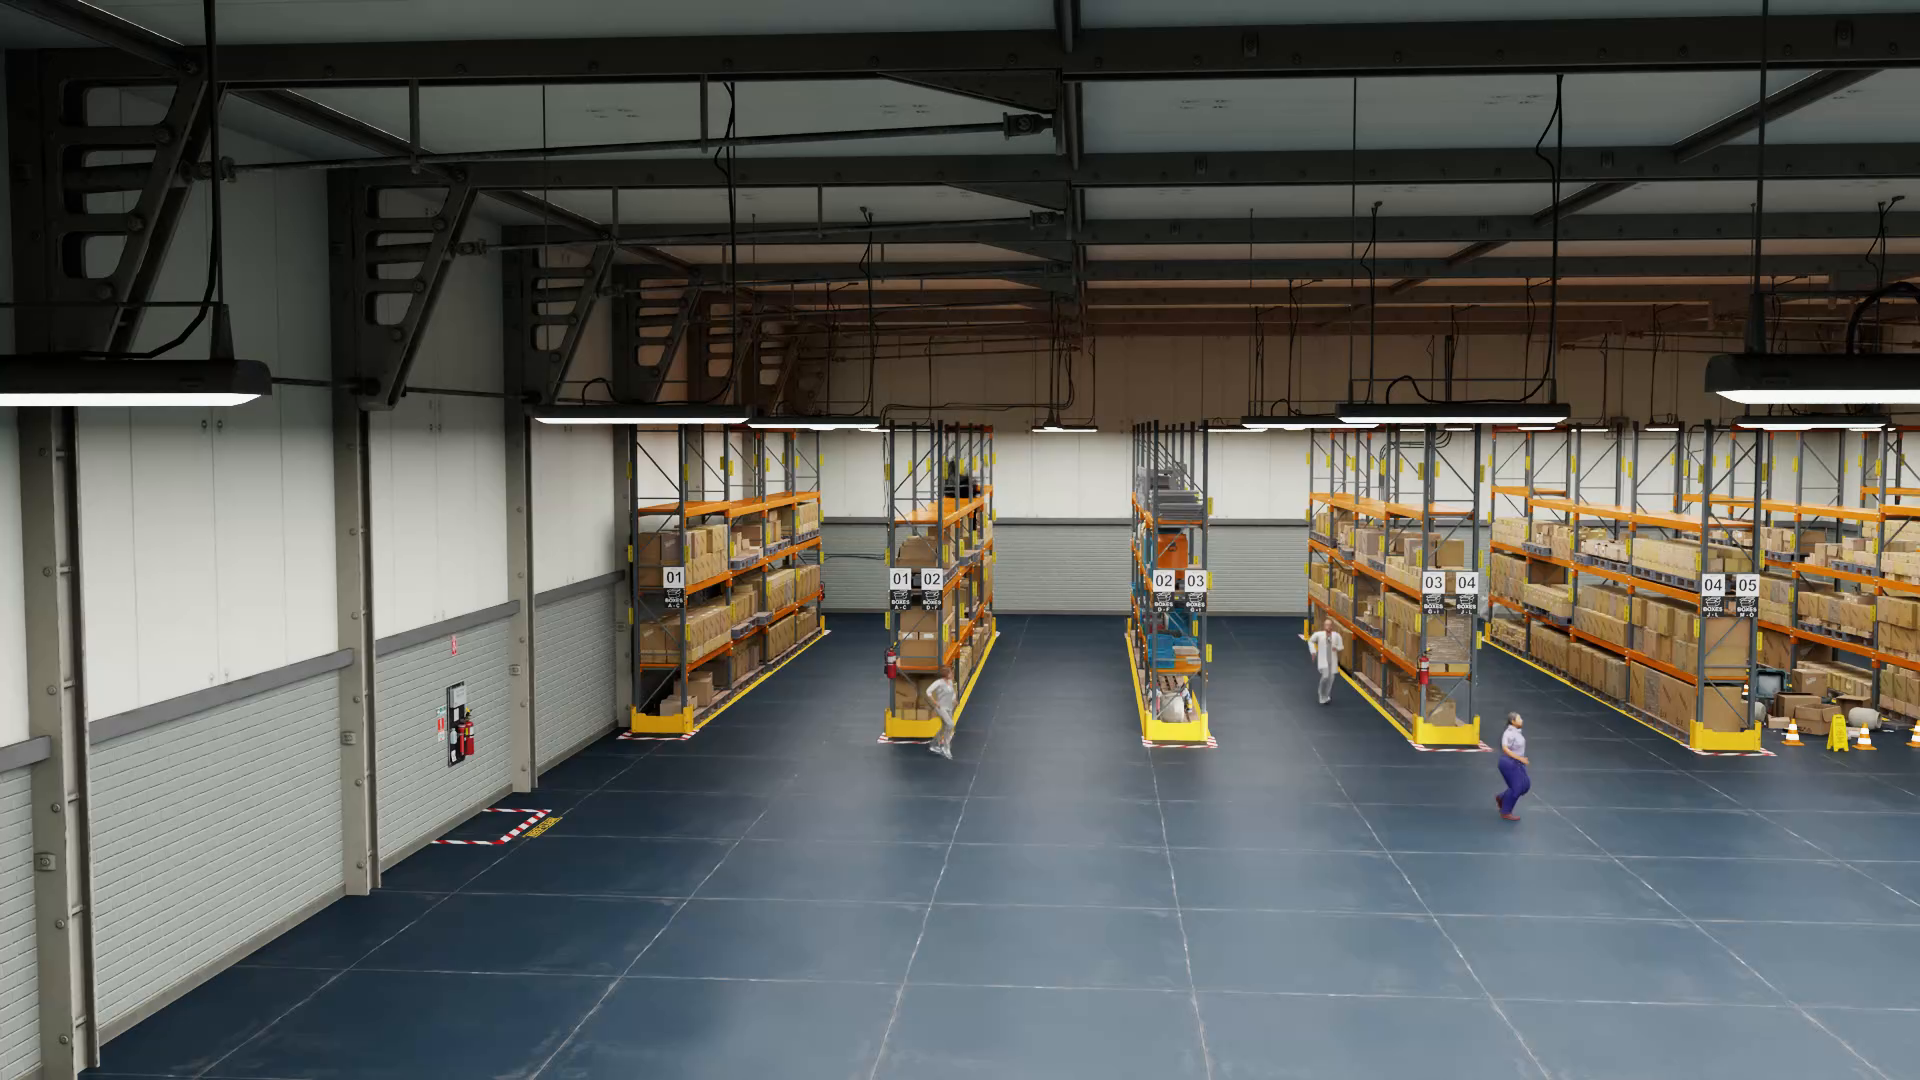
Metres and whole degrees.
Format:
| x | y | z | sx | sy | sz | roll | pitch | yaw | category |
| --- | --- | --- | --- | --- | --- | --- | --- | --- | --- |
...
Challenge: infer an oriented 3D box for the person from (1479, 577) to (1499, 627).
| x | y | z | sx | sy | sz | roll | pitch | yaw | category |
| --- | --- | --- | --- | --- | --- | --- | --- | --- | --- |
| 15.173 | 1.852 | 47.560 | 0.583 | 1.695 | 0.774 | 0 | 4 | 4 | person |

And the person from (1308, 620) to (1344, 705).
| x | y | z | sx | sy | sz | roll | pitch | yaw | category |
| --- | --- | --- | --- | --- | --- | --- | --- | --- | --- |
| 7.808 | 2.609 | 35.358 | 0.673 | 1.789 | 0.773 | 0 | 4 | -4 | person |

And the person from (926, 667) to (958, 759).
| x | y | z | sx | sy | sz | roll | pitch | yaw | category |
| --- | --- | --- | --- | --- | --- | --- | --- | --- | --- |
| -0.291 | 3.064 | 29.642 | 0.646 | 1.595 | 0.543 | 3 | 5 | 39 | person |

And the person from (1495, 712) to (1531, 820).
| x | y | z | sx | sy | sz | roll | pitch | yaw | category |
| --- | --- | --- | --- | --- | --- | --- | --- | --- | --- |
| 8.210 | 3.359 | 24.722 | 0.547 | 1.599 | 0.602 | 2 | 4 | 30 | person |
